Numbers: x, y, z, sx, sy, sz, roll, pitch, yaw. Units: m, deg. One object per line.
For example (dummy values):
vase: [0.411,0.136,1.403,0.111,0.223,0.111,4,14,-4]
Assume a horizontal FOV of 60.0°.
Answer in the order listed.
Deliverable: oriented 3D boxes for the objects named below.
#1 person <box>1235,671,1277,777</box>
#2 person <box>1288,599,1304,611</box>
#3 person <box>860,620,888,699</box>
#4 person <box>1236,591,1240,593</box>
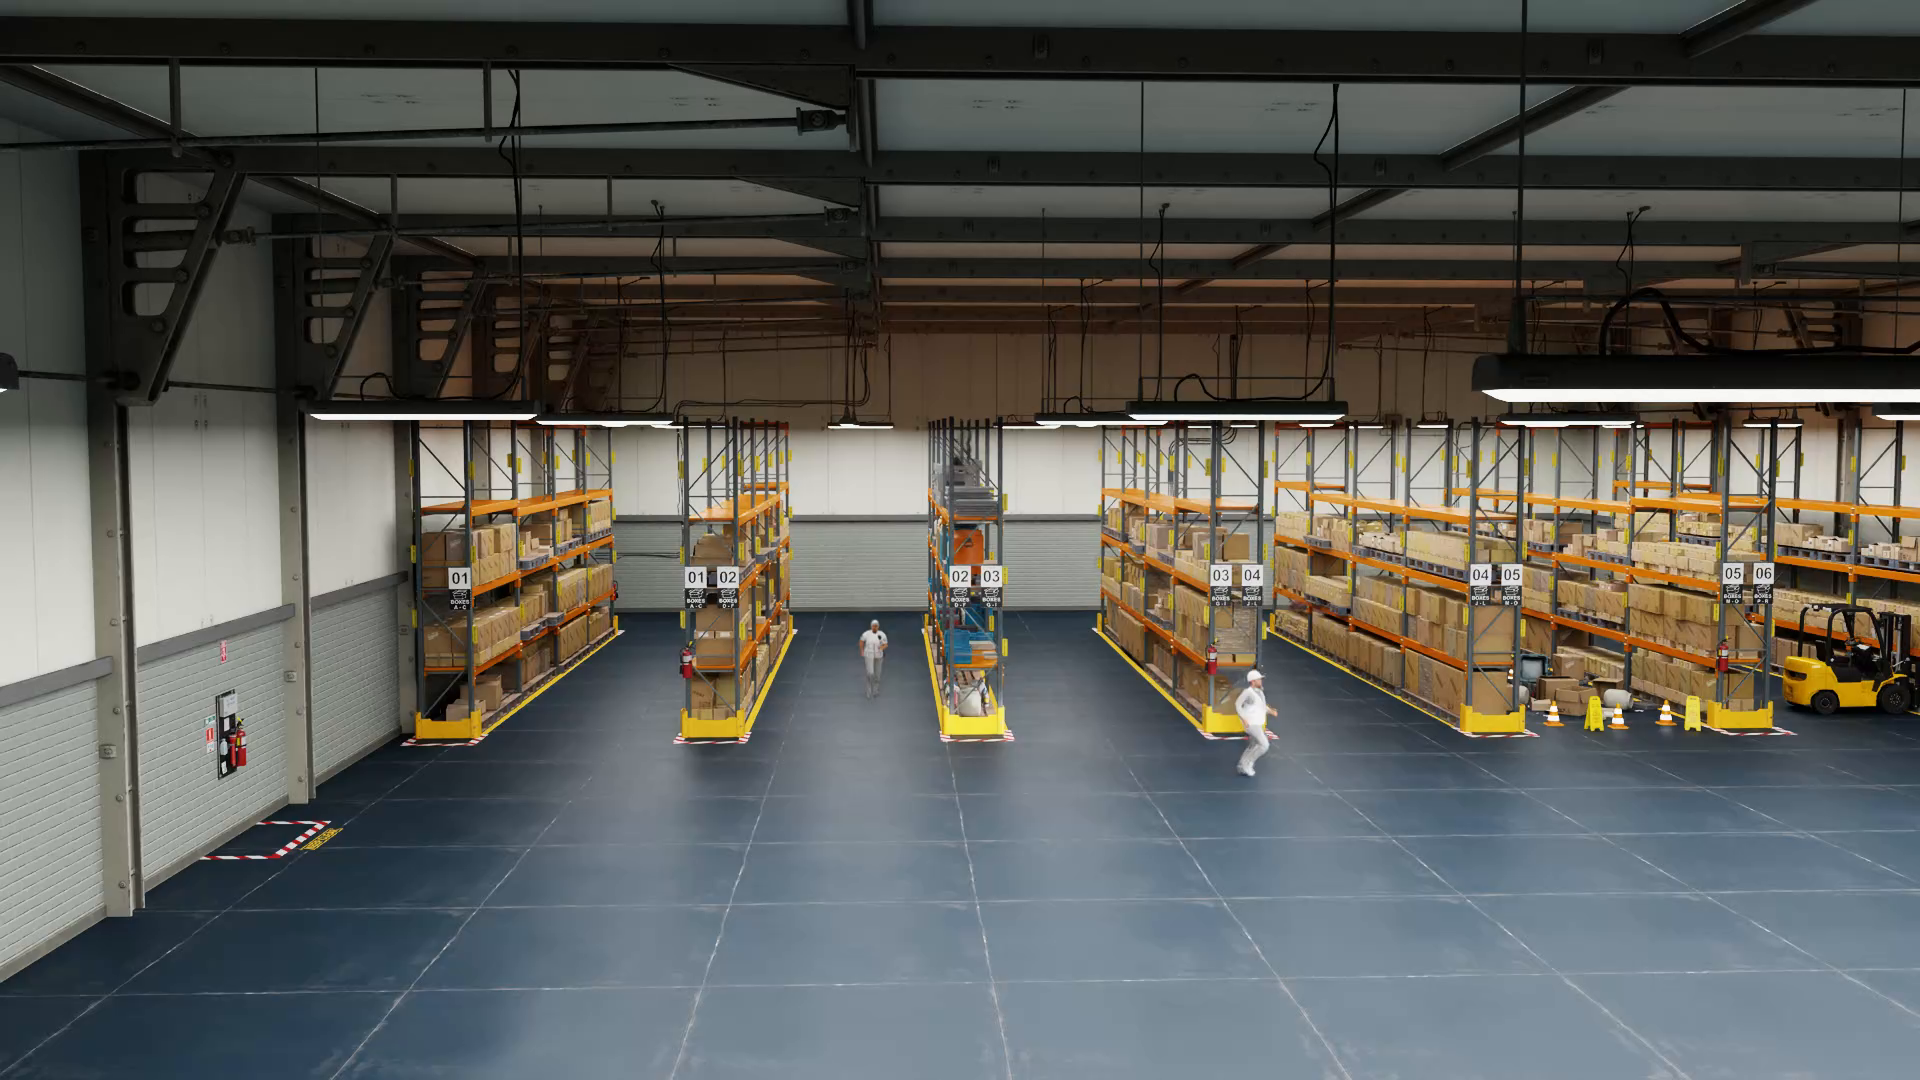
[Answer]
person: [4.918,3.044,27.607,0.656,1.752,0.661,2,4,27]
person: [9.945,1.679,49.156,0.994,1.658,0.579,0,4,3]
person: [-1.847,2.566,35.815,0.570,1.705,0.783,-1,4,-12]
person: [7.718,1.890,47.524,0.605,1.499,0.505,2,4,26]
